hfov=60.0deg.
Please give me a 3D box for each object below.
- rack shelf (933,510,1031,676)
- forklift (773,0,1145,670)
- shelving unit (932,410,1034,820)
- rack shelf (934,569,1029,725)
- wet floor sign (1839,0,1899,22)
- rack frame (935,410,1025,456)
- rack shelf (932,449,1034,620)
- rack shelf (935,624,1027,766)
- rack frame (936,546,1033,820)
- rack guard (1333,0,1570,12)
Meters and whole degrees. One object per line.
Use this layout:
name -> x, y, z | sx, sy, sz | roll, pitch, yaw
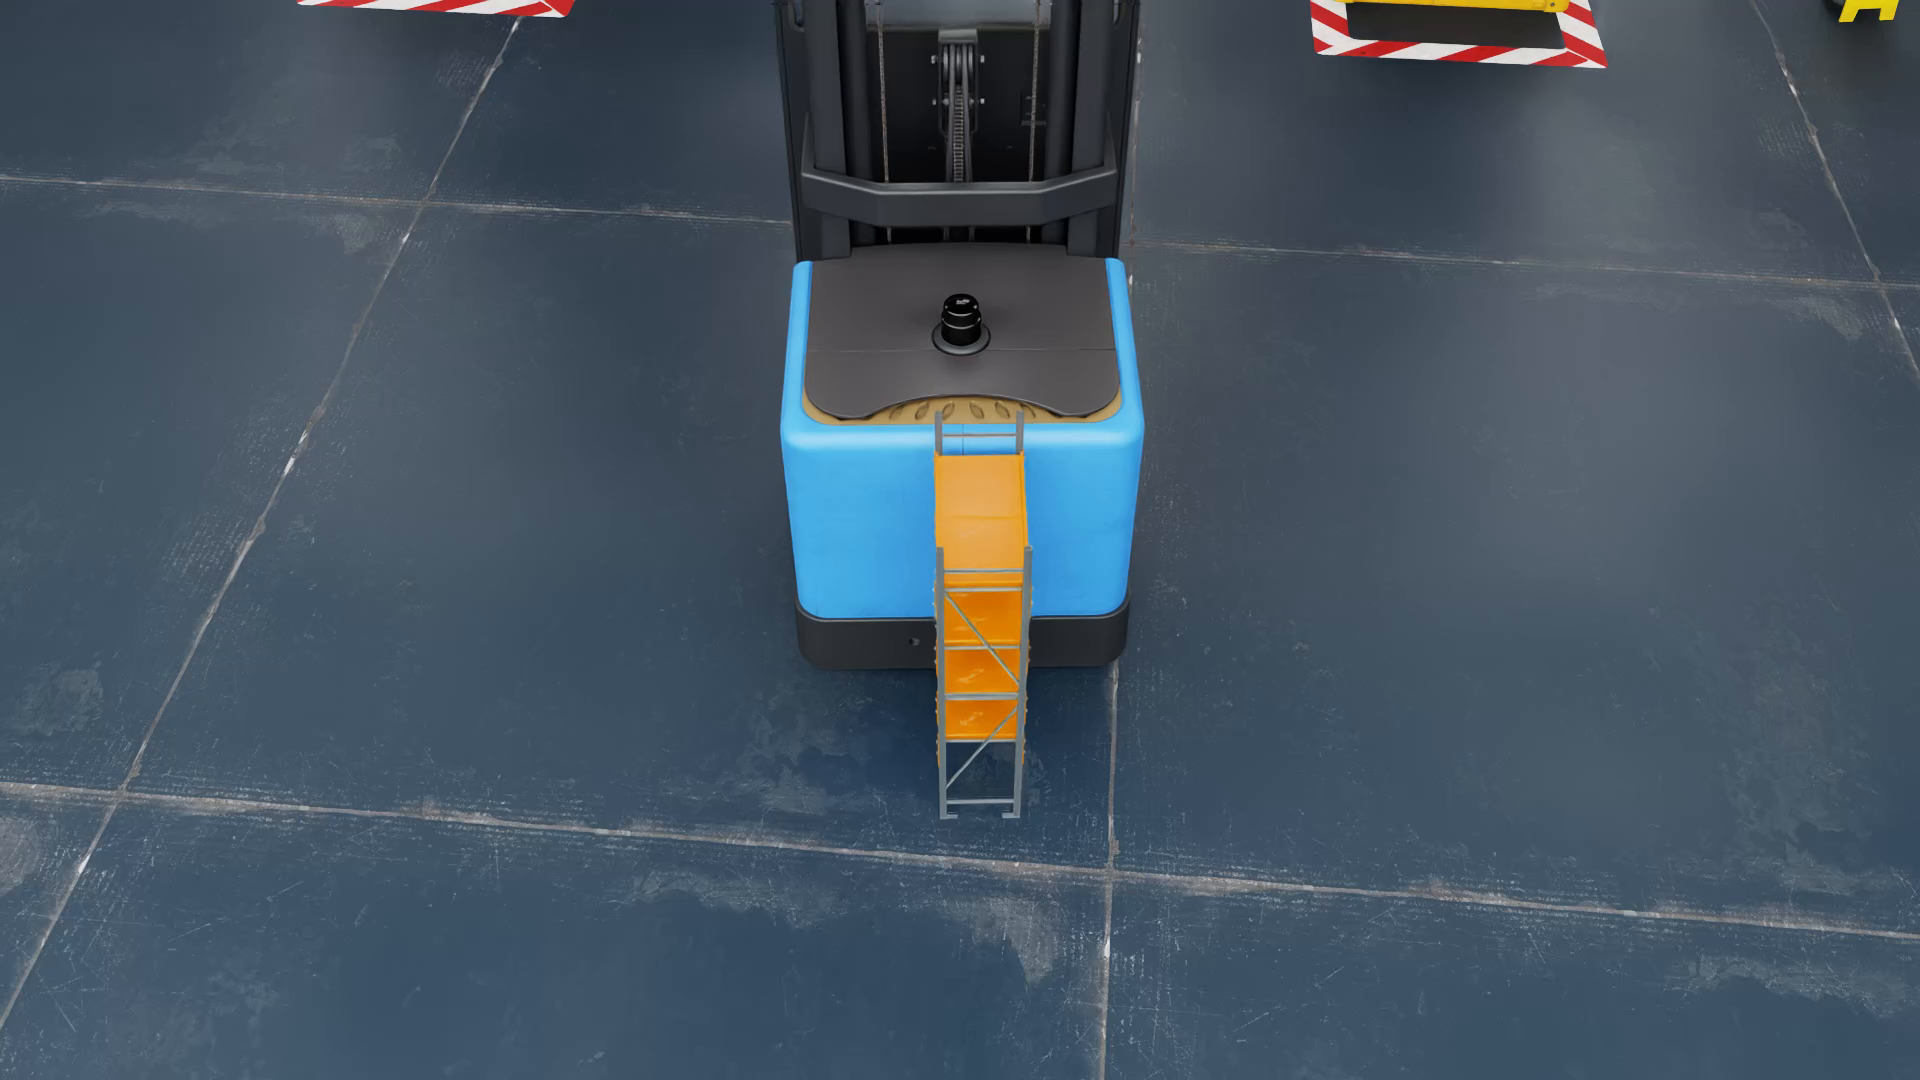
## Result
rack shelf -> 0.056, 0.140, 4.597 | 0.258, 0.148, 0.480 | -1, 48, -1
forklift -> -0.013, -1.651, 5.274 | 1.130, 2.935, 3.031 | -1, 48, -1
shelving unit -> 0.056, 0.246, 4.712 | 0.258, 1.200, 0.503 | -1, 48, -1
rack shelf -> 0.056, 0.291, 4.762 | 0.258, 0.148, 0.480 | -1, 48, -1
wet floor sign -> 4.375, -2.812, 7.885 | 0.267, 0.644, 0.232 | -4, 48, -3
rack frame -> 0.052, 0.066, 4.877 | 0.240, 1.200, 0.015 | -1, 48, -1
rack shelf -> 0.056, -0.019, 4.422 | 0.258, 0.148, 0.480 | -1, 48, -1
rack shelf -> 0.056, 0.425, 4.908 | 0.258, 0.148, 0.480 | -1, 48, -1
rack frame -> 0.060, 0.426, 4.547 | 0.240, 1.200, 0.015 | -1, 48, -1
rack guard -> 2.404, -2.900, 8.064 | 1.175, 0.500, 0.348 | 4, 48, 4
